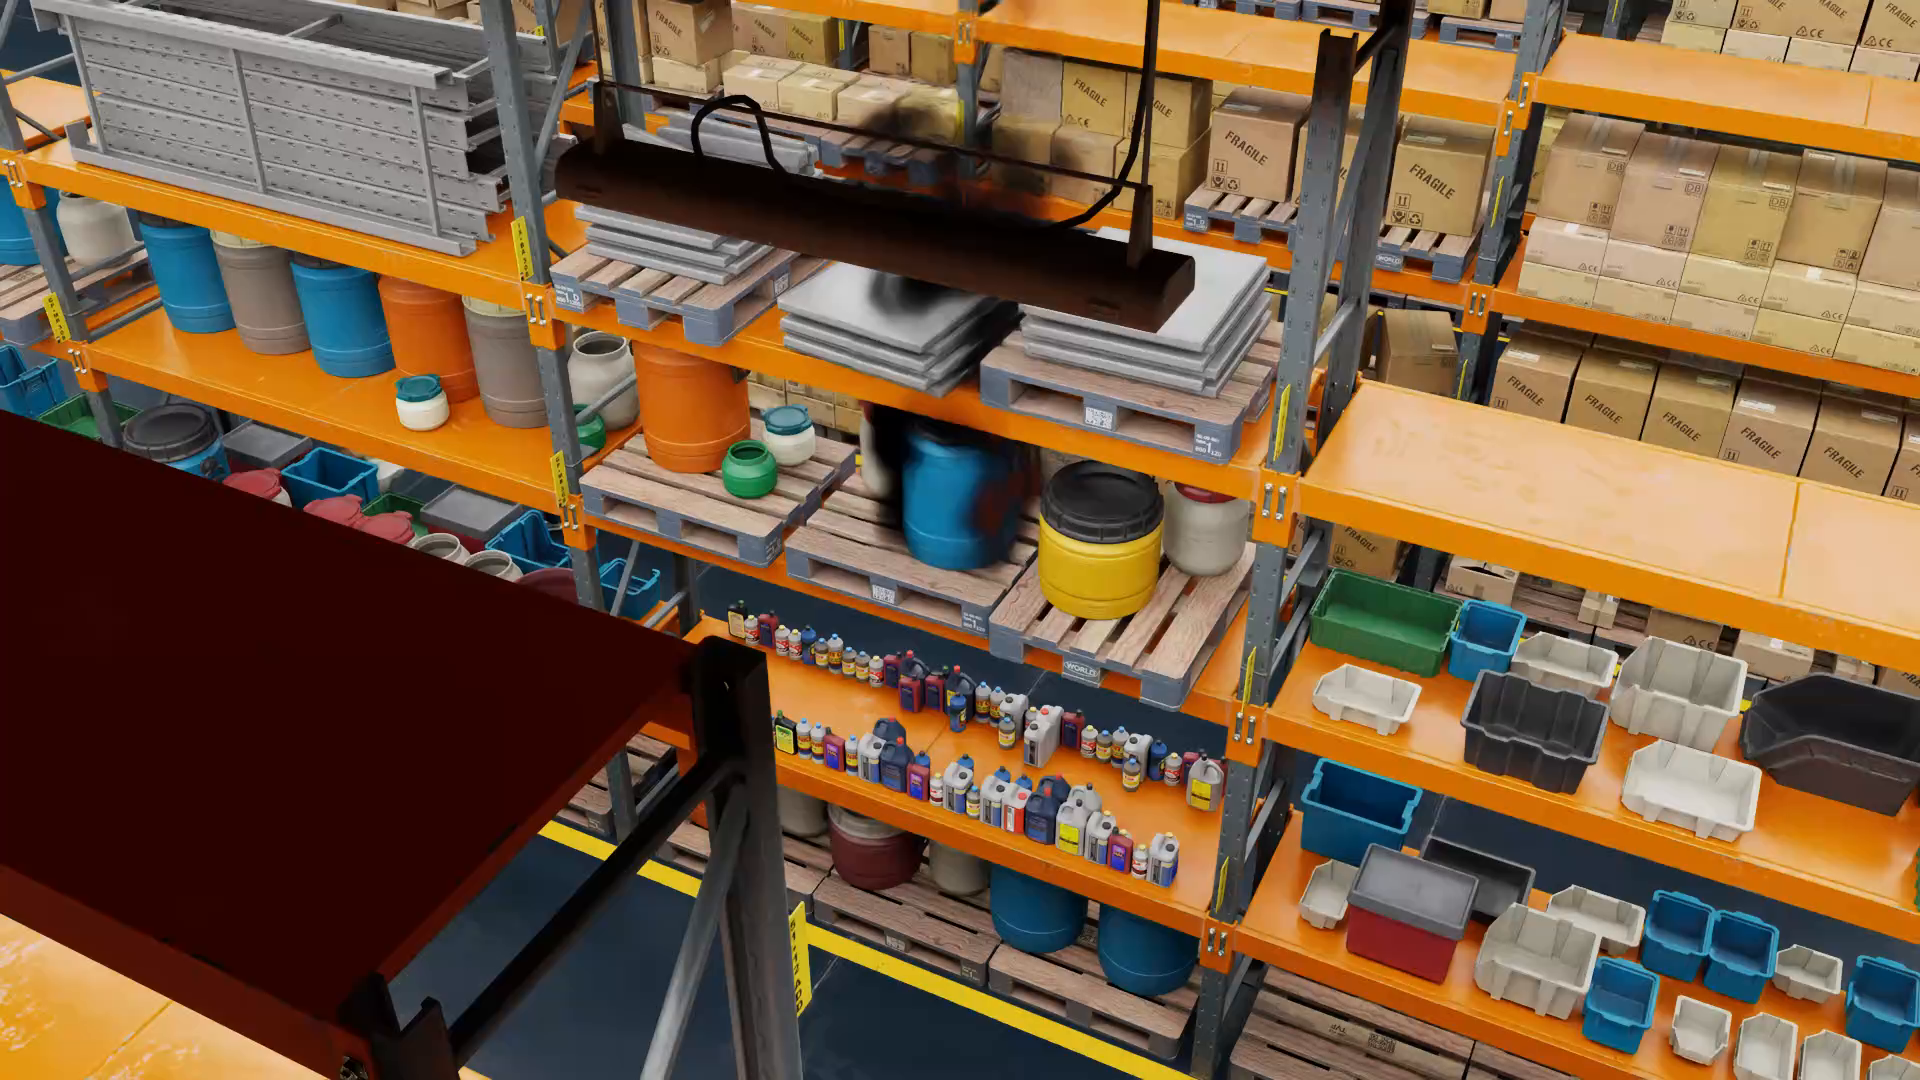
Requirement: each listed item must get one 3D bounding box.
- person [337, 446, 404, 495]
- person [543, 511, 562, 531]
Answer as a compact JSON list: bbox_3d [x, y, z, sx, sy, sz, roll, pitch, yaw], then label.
[{"bbox_3d":[-4.621,-0.560,13.257,0.708,1.623,0.615,13,37,18],"label":"person"},{"bbox_3d":[-3.386,-0.720,13.561,0.570,1.561,0.542,13,37,17],"label":"person"}]
